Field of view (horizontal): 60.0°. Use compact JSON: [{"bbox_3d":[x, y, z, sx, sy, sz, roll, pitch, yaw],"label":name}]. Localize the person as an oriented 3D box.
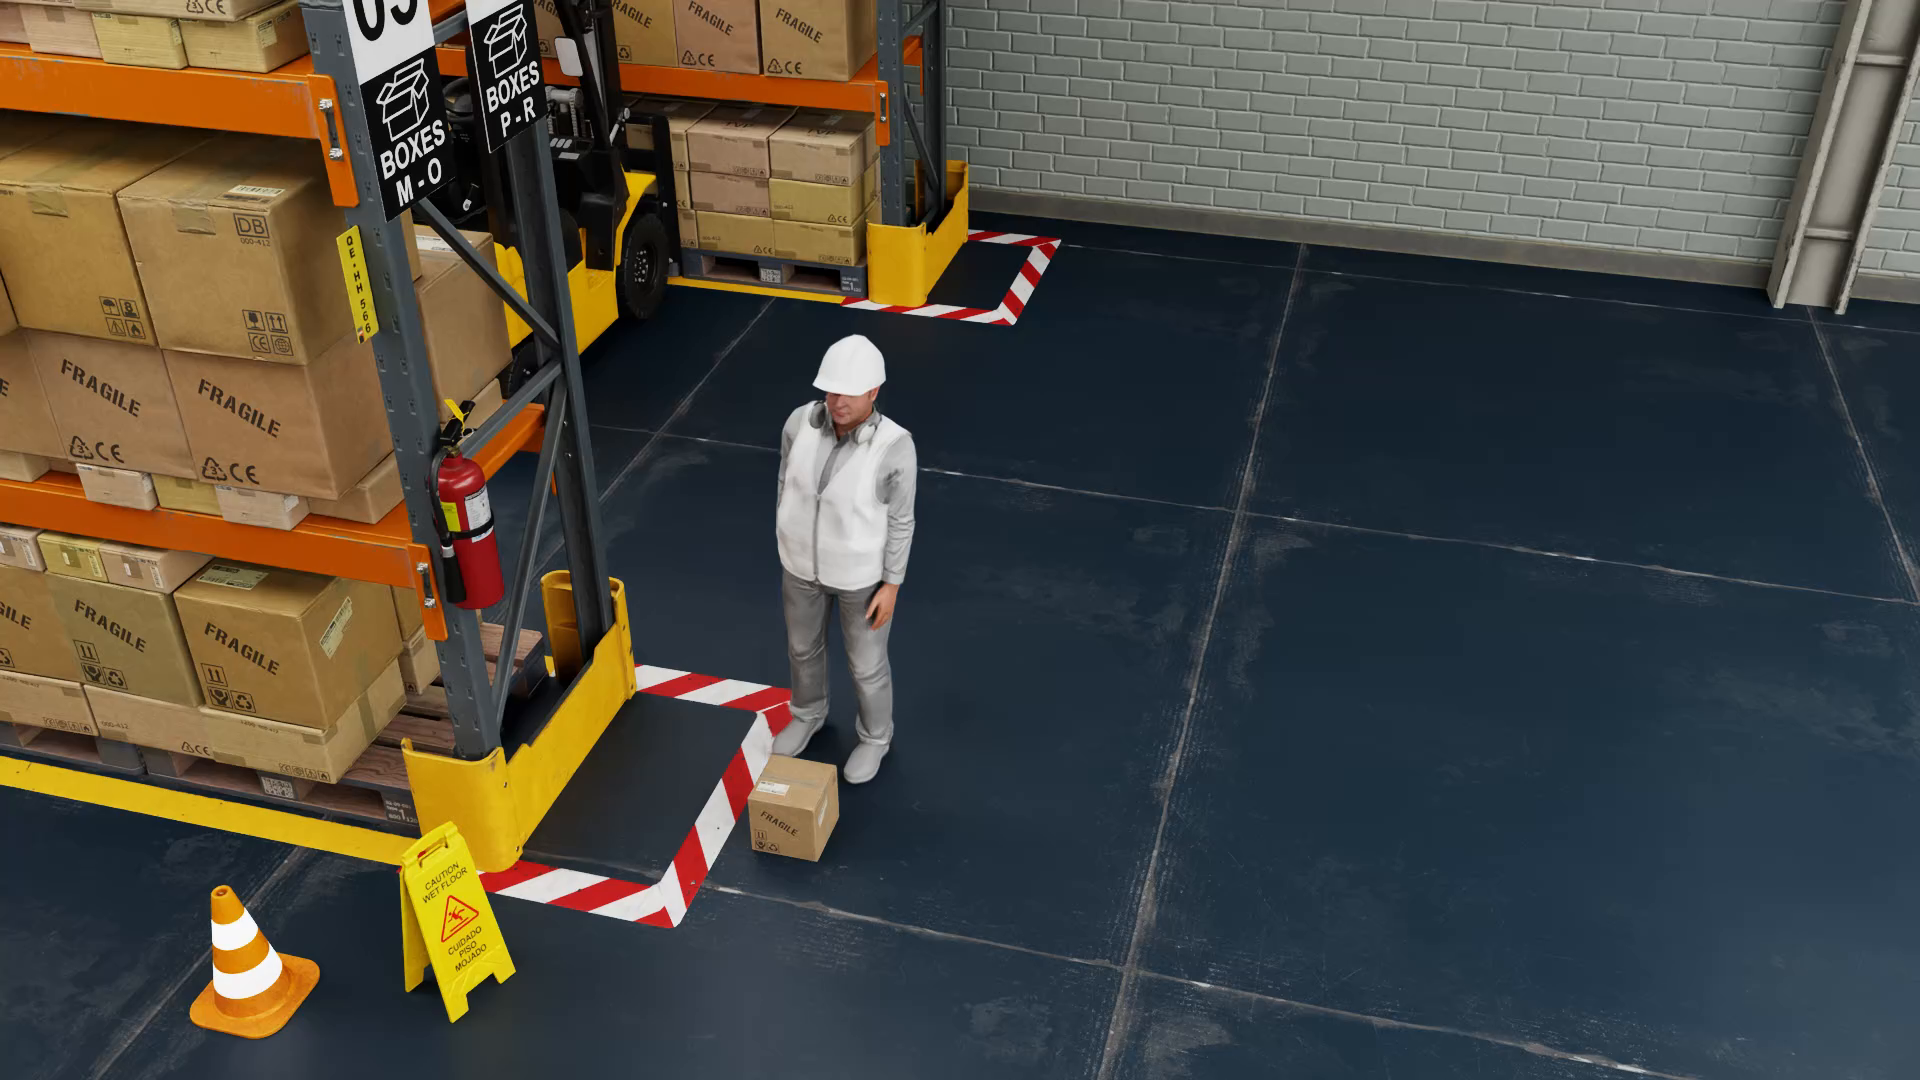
[{"bbox_3d":[-0.436,0.088,5.980,0.592,1.777,0.363,11,34,17],"label":"person"}]
